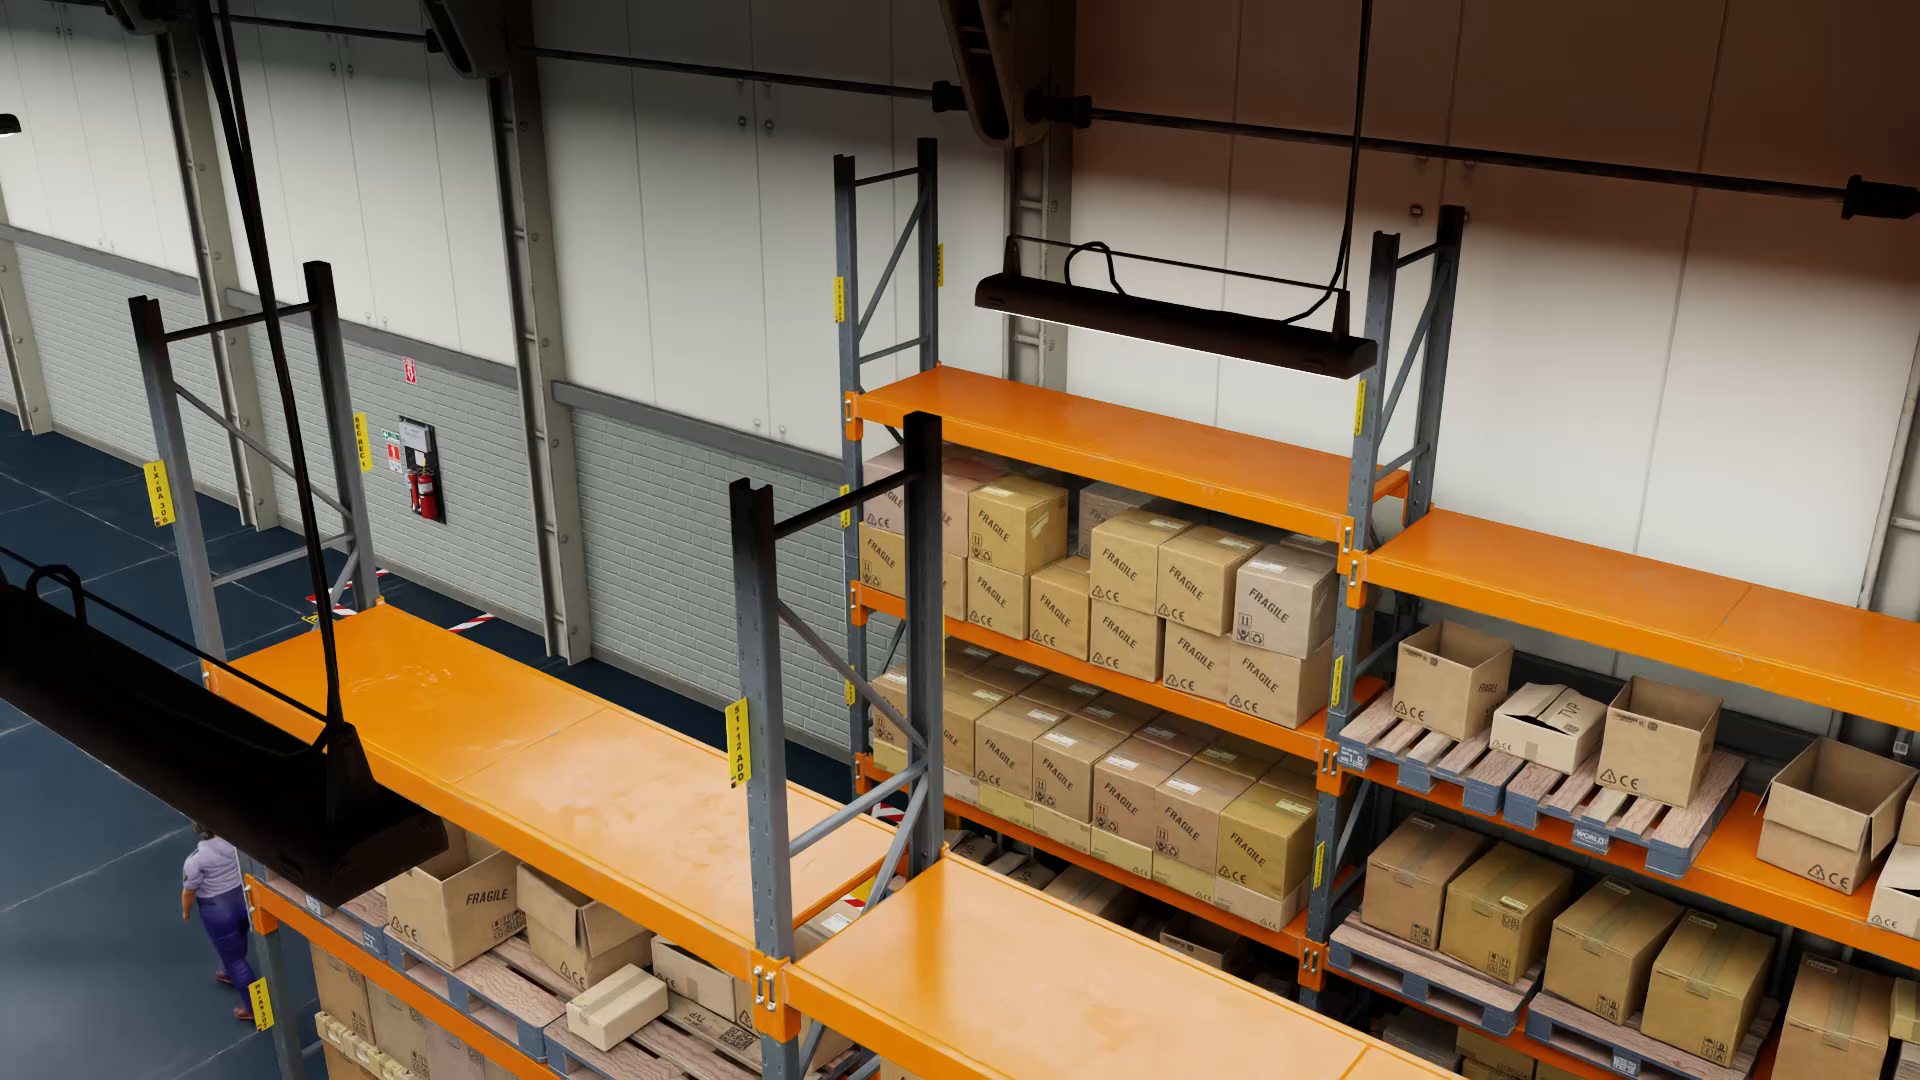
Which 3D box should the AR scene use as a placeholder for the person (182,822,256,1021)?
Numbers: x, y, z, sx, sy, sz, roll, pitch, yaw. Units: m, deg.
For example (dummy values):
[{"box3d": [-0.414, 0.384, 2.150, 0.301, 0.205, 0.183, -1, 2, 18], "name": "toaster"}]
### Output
[{"box3d": [-5.377, 2.673, 12.116, 0.801, 1.632, 0.508, 15, 27, 32], "name": "person"}]
